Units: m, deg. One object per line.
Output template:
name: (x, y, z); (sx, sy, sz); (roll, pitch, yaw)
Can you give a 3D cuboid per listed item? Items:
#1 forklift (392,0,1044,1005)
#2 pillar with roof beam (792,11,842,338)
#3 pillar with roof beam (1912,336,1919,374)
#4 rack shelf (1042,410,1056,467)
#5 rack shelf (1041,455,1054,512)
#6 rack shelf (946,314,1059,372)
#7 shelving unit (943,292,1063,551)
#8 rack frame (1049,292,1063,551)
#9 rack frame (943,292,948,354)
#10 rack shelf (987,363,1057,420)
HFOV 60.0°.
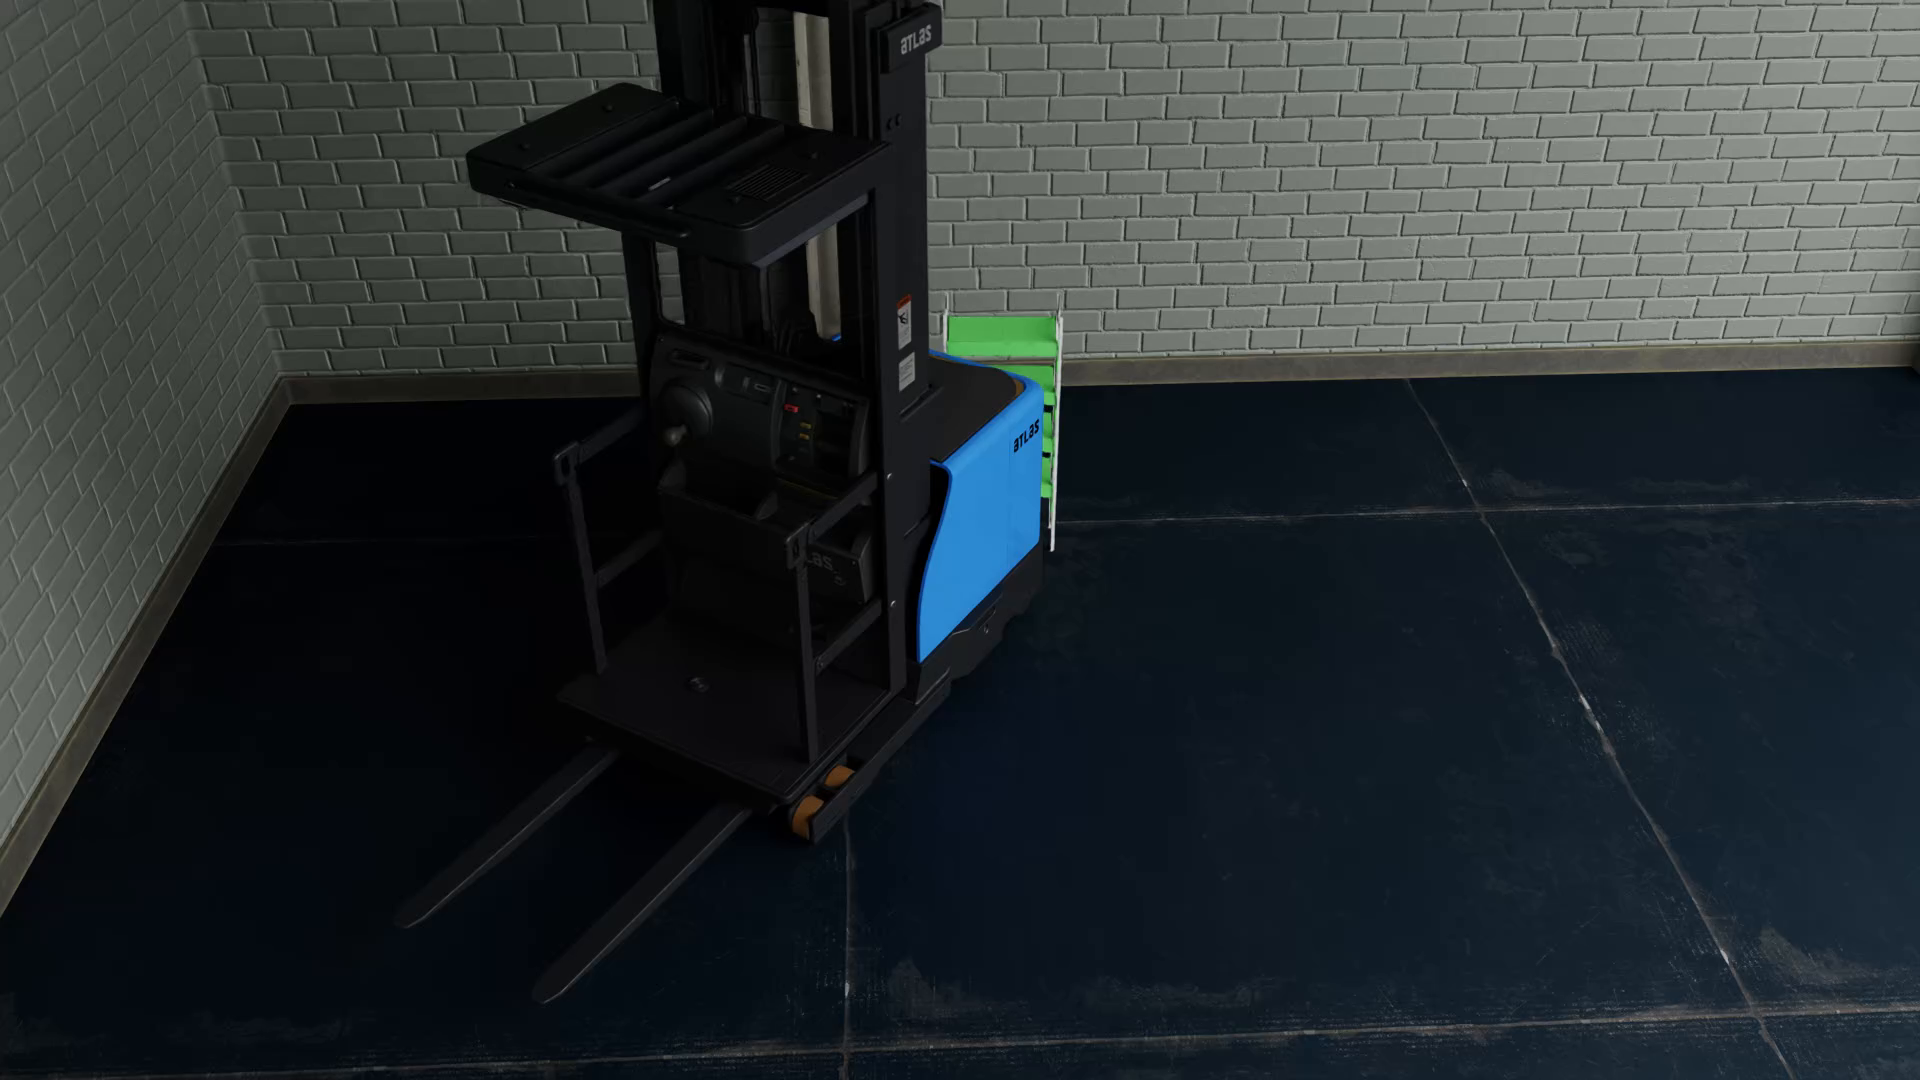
forklift: (-0.827, -0.394, 5.744); (1.130, 2.935, 3.031); (19, 39, 25)
pillar with roof beam: (-0.360, -1.984, 2.709); (0.400, 9.000, 9.100); (-2, 35, -2)
pillar with roof beam: (5.633, -2.145, 2.942); (0.400, 9.000, 9.100); (-2, 35, -2)
rack shelf: (0.183, -0.459, 7.471); (0.480, 0.148, 0.258); (0, 35, 0)
rack shelf: (0.183, -0.261, 7.607); (0.480, 0.148, 0.258); (0, 35, 0)
rack shelf: (0.183, -0.853, 7.197); (0.480, 0.148, 0.258); (0, 35, 0)
shelving unit: (0.183, -0.511, 7.434); (0.503, 1.200, 0.258); (0, 35, 0)
rack frame: (0.427, -0.510, 7.432); (0.015, 1.200, 0.240); (0, 35, 0)
rack frame: (-0.061, -0.512, 7.436); (0.015, 1.200, 0.240); (0, 35, 0)
rack shelf: (0.183, -0.656, 7.334); (0.480, 0.148, 0.258); (0, 35, 0)
